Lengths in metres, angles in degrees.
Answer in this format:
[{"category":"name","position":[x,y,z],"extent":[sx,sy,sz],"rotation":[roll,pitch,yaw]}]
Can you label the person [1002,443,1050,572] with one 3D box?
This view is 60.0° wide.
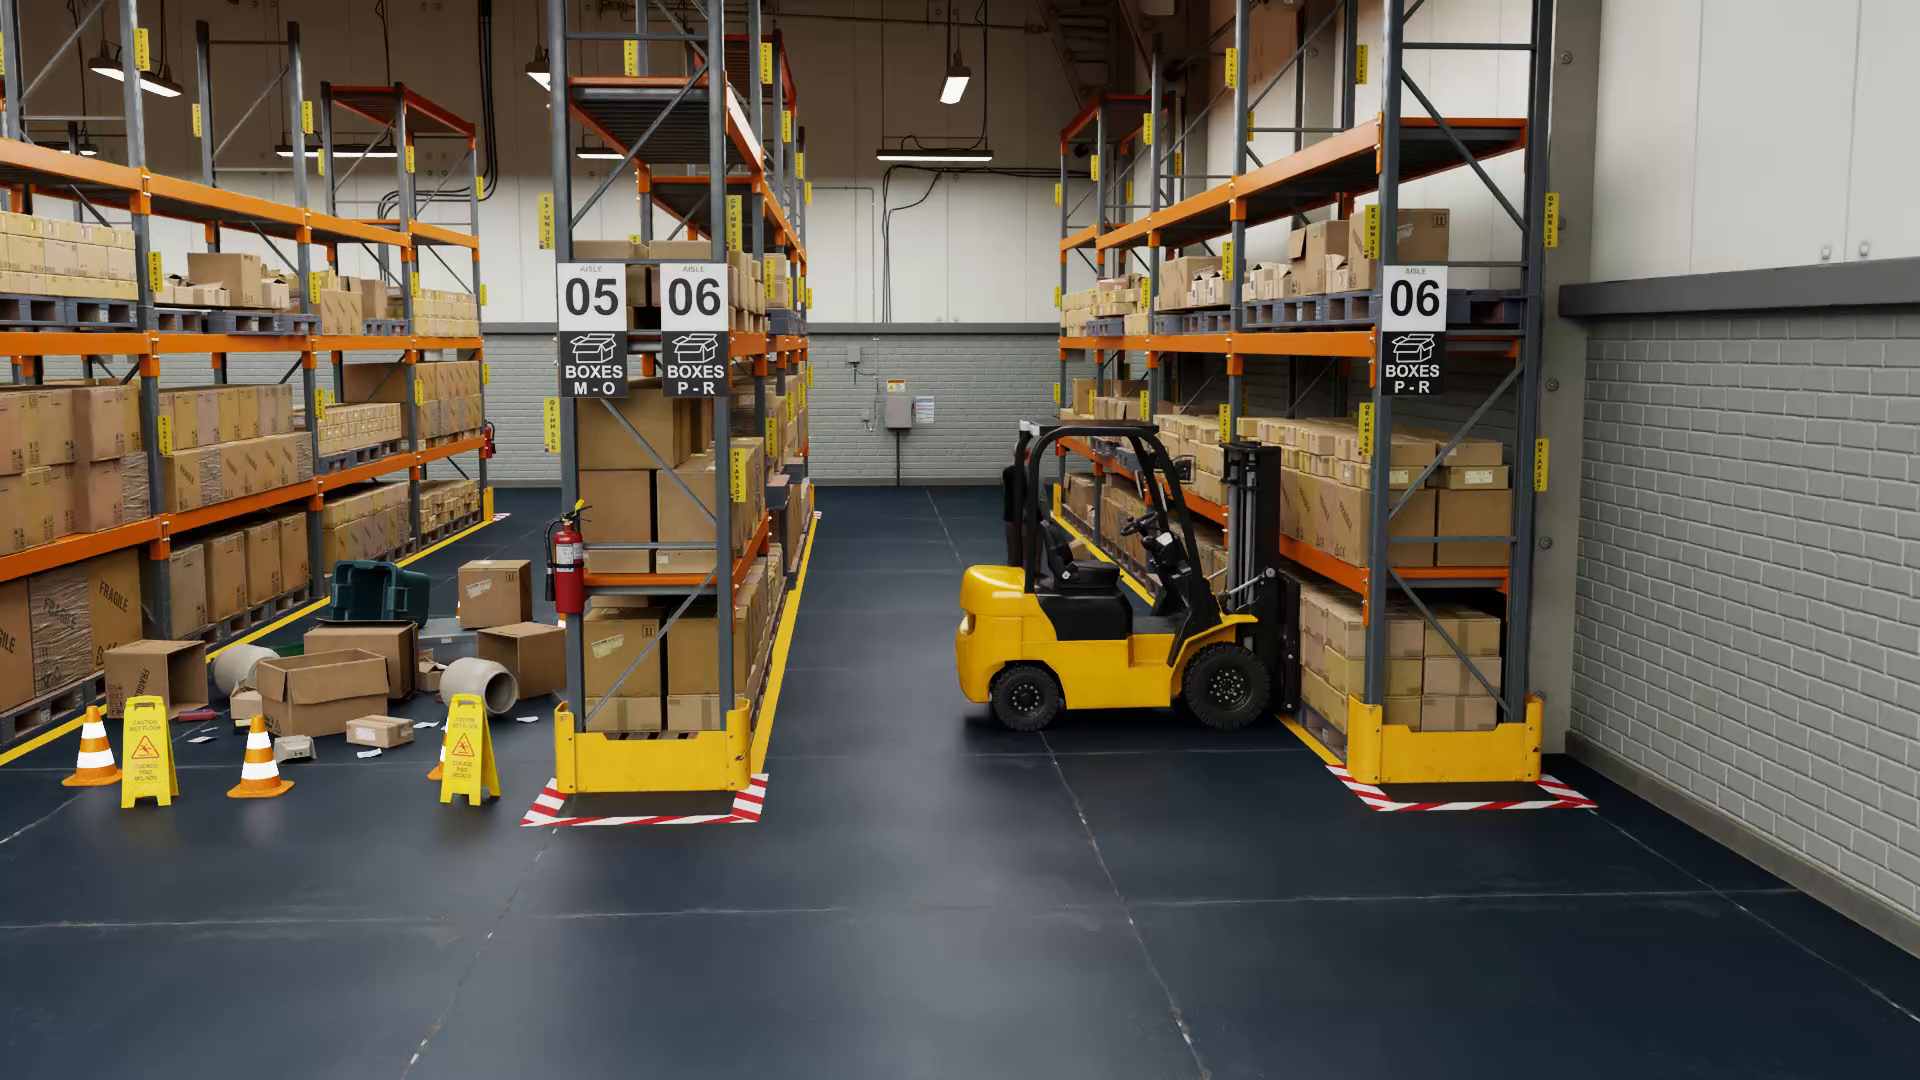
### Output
[{"category":"person","position":[0.674,-0.135,16.801],"extent":[0.592,1.733,0.401],"rotation":[7,10,44]}]
